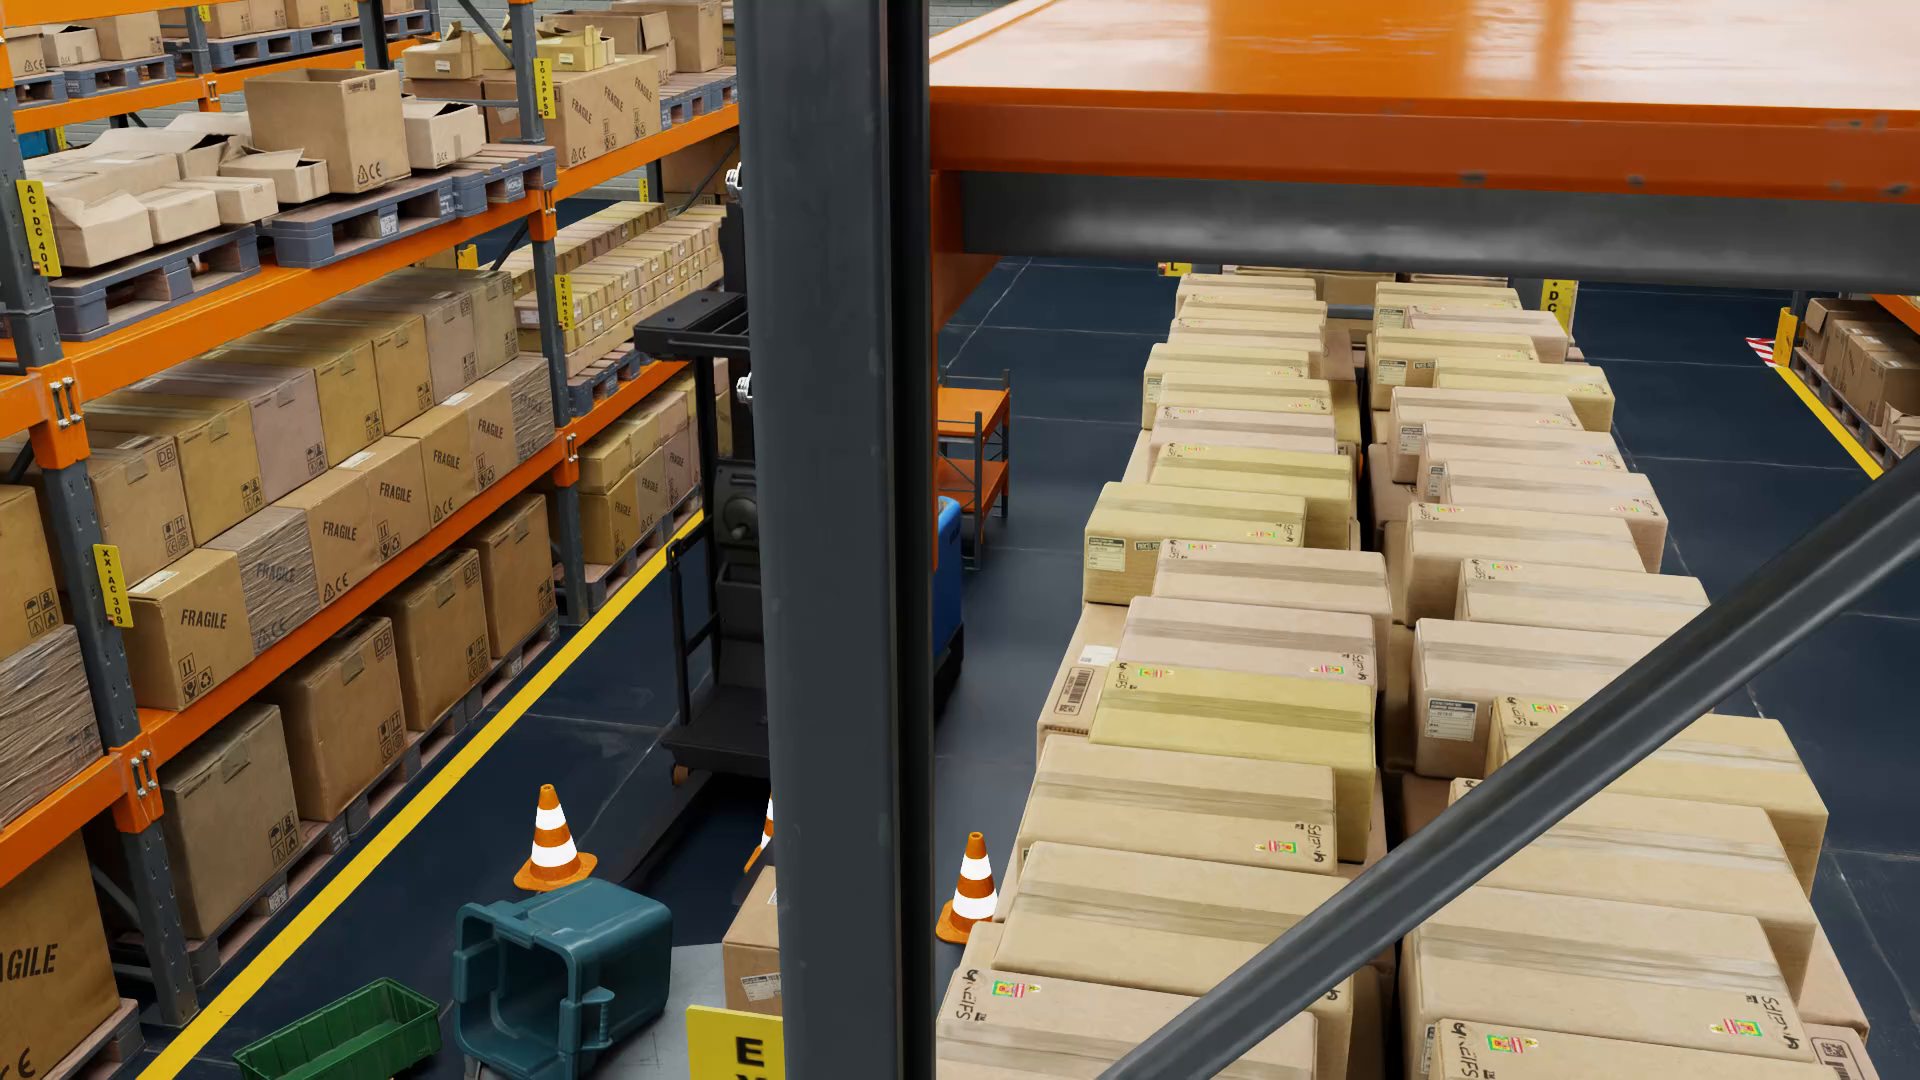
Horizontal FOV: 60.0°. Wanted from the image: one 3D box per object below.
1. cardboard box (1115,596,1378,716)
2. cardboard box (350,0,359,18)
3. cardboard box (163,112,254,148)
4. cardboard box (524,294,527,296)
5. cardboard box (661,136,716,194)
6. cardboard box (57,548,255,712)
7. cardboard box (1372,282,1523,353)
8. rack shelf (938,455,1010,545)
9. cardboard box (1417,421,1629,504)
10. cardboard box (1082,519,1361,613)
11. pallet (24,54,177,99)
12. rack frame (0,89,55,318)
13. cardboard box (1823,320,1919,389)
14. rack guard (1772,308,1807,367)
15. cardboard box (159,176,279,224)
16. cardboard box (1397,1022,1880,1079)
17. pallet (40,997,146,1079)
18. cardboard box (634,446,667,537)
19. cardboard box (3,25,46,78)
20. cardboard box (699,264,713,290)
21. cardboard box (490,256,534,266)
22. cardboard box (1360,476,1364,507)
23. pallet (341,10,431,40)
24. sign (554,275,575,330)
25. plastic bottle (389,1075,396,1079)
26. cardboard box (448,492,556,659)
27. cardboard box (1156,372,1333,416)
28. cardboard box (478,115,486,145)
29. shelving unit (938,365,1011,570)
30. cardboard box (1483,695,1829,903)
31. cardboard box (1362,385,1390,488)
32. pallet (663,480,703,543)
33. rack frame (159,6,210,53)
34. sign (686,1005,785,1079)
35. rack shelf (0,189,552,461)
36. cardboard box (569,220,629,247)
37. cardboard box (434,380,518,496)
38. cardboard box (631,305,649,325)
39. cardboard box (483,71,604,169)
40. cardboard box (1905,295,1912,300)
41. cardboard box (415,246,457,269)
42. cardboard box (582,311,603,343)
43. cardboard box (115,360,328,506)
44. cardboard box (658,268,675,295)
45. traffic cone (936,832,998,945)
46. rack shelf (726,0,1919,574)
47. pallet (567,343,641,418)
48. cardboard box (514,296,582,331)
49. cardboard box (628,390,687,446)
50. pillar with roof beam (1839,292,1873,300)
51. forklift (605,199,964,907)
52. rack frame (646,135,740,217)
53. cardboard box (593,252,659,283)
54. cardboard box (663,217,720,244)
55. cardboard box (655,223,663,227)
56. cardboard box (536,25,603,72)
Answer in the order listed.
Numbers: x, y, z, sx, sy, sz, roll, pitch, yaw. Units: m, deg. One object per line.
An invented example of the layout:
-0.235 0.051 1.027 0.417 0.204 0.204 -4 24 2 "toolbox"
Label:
0.438 0.216 2.557 0.380 0.149 0.250 4 22 11 "cardboard box"
-6.349 -5.525 16.711 0.700 0.500 0.500 4 22 9 "cardboard box"
-3.430 -1.868 7.885 0.500 0.311 0.500 4 22 10 "cardboard box"
-3.049 -1.613 11.219 0.380 0.149 0.250 5 22 11 "cardboard box"
-2.212 -3.199 13.912 0.500 0.500 0.500 4 22 9 "cardboard box"
-3.305 0.349 6.838 0.500 0.500 0.500 5 22 12 "cardboard box"
1.340 -0.605 4.594 0.380 0.149 0.250 5 22 12 "cardboard box"
0.001 -0.297 11.741 0.538 0.278 1.000 4 22 11 "rack shelf"
1.141 -0.125 3.403 0.380 0.149 0.250 5 22 12 "cardboard box"
0.521 0.144 3.268 0.500 0.250 0.500 5 22 11 "cardboard box"
-7.017 -3.737 13.359 0.805 0.209 1.217 4 22 9 "pallet"
-3.676 -2.216 5.309 1.000 3.000 0.127 4 22 11 "rack frame"
8.069 -1.613 14.628 0.700 0.500 0.500 5 23 13 "cardboard box"
8.484 -1.917 15.944 1.175 0.500 0.348 4 22 11 "rack guard"
-3.135 -1.442 7.043 0.380 0.149 0.250 4 22 11 "cardboard box"
0.738 0.747 1.771 0.500 0.250 0.500 4 22 10 "cardboard box"
-3.908 2.133 6.275 1.003 0.211 1.213 4 22 11 "pallet"
-2.366 -0.354 11.502 0.500 0.500 0.500 5 22 12 "cardboard box"
-7.299 -3.694 12.294 0.797 0.503 0.637 4 22 10 "cardboard box"
-2.087 -1.999 12.576 0.380 0.149 0.250 3 22 8 "cardboard box"
-2.996 -1.837 11.378 0.380 0.149 0.250 4 22 11 "cardboard box"
1.287 -0.143 4.515 0.380 0.149 0.250 5 22 12 "cardboard box"
-6.203 -5.315 17.138 1.003 0.211 1.213 4 22 11 "pallet"
-2.316 -1.392 9.744 0.100 0.325 0.005 4 22 11 "sign"
-2.255 2.146 6.443 0.133 0.061 0.283 -7 23 -17 "plastic bottle"
-3.072 0.169 9.868 1.050 0.750 0.750 4 22 10 "cardboard box"
0.639 -0.265 3.750 0.380 0.149 0.250 4 22 9 "cardboard box"
-2.766 -2.184 8.863 0.380 0.166 0.250 4 22 11 "cardboard box"
0.001 -0.524 11.650 0.538 1.125 1.048 4 22 11 "shelving unit"
0.918 0.345 2.236 0.380 0.149 0.250 4 22 11 "cardboard box"
1.262 -0.185 4.086 0.500 0.250 0.500 4 22 10 "cardboard box"
-2.448 -0.333 12.397 1.003 0.211 1.213 4 22 11 "pallet"
-6.878 -5.556 13.605 1.000 3.000 0.127 4 22 11 "rack frame"
-0.165 0.519 1.350 0.100 0.325 0.005 4 22 11 "sign"
-3.268 -1.222 7.820 1.077 0.370 4.000 4 22 11 "rack shelf"
-2.733 -2.317 12.569 0.380 0.149 0.250 4 22 10 "cardboard box"
-2.792 -0.575 9.131 0.500 0.500 0.500 4 22 11 "cardboard box"
-2.356 -1.515 11.375 0.380 0.149 0.250 5 23 13 "cardboard box"
-2.483 -2.522 9.952 0.500 0.500 0.500 4 22 11 "cardboard box"
7.642 -1.948 13.012 0.380 0.149 0.250 5 22 12 "cardboard box"
-6.114 -3.206 18.080 0.875 0.875 0.875 4 22 11 "cardboard box"
-2.511 -1.373 10.623 0.380 0.149 0.250 6 23 13 "cardboard box"
-3.374 -0.498 7.603 0.700 0.500 0.500 5 22 11 "cardboard box"
-2.252 -1.844 11.792 0.380 0.149 0.250 5 23 13 "cardboard box"
0.073 1.524 7.450 0.336 0.463 0.334 4 22 11 "traffic cone"
0.783 -0.809 2.783 1.077 0.370 4.000 4 22 11 "rack shelf"
-2.818 -1.076 10.766 1.213 0.211 1.003 4 22 11 "pallet"
-2.575 -1.406 10.307 0.380 0.149 0.250 4 22 11 "cardboard box"
-2.265 -0.878 11.799 0.500 0.250 0.500 5 22 11 "cardboard box"
5.717 -7.132 17.518 9.100 9.000 0.400 4 22 11 "pillar with roof beam"
-0.865 -0.129 8.251 1.130 2.935 3.031 6 23 14 "forklift"
-2.043 -2.359 13.695 1.000 3.000 0.127 4 22 11 "rack frame"
-2.309 -1.885 11.497 0.380 0.149 0.250 5 23 13 "cardboard box"
-2.043 -2.359 12.672 0.380 0.149 0.250 4 22 9 "cardboard box"
-2.574 -2.466 13.337 0.380 0.149 0.250 5 22 12 "cardboard box"
-2.402 -3.004 10.124 0.396 0.266 0.258 4 22 11 "cardboard box"
